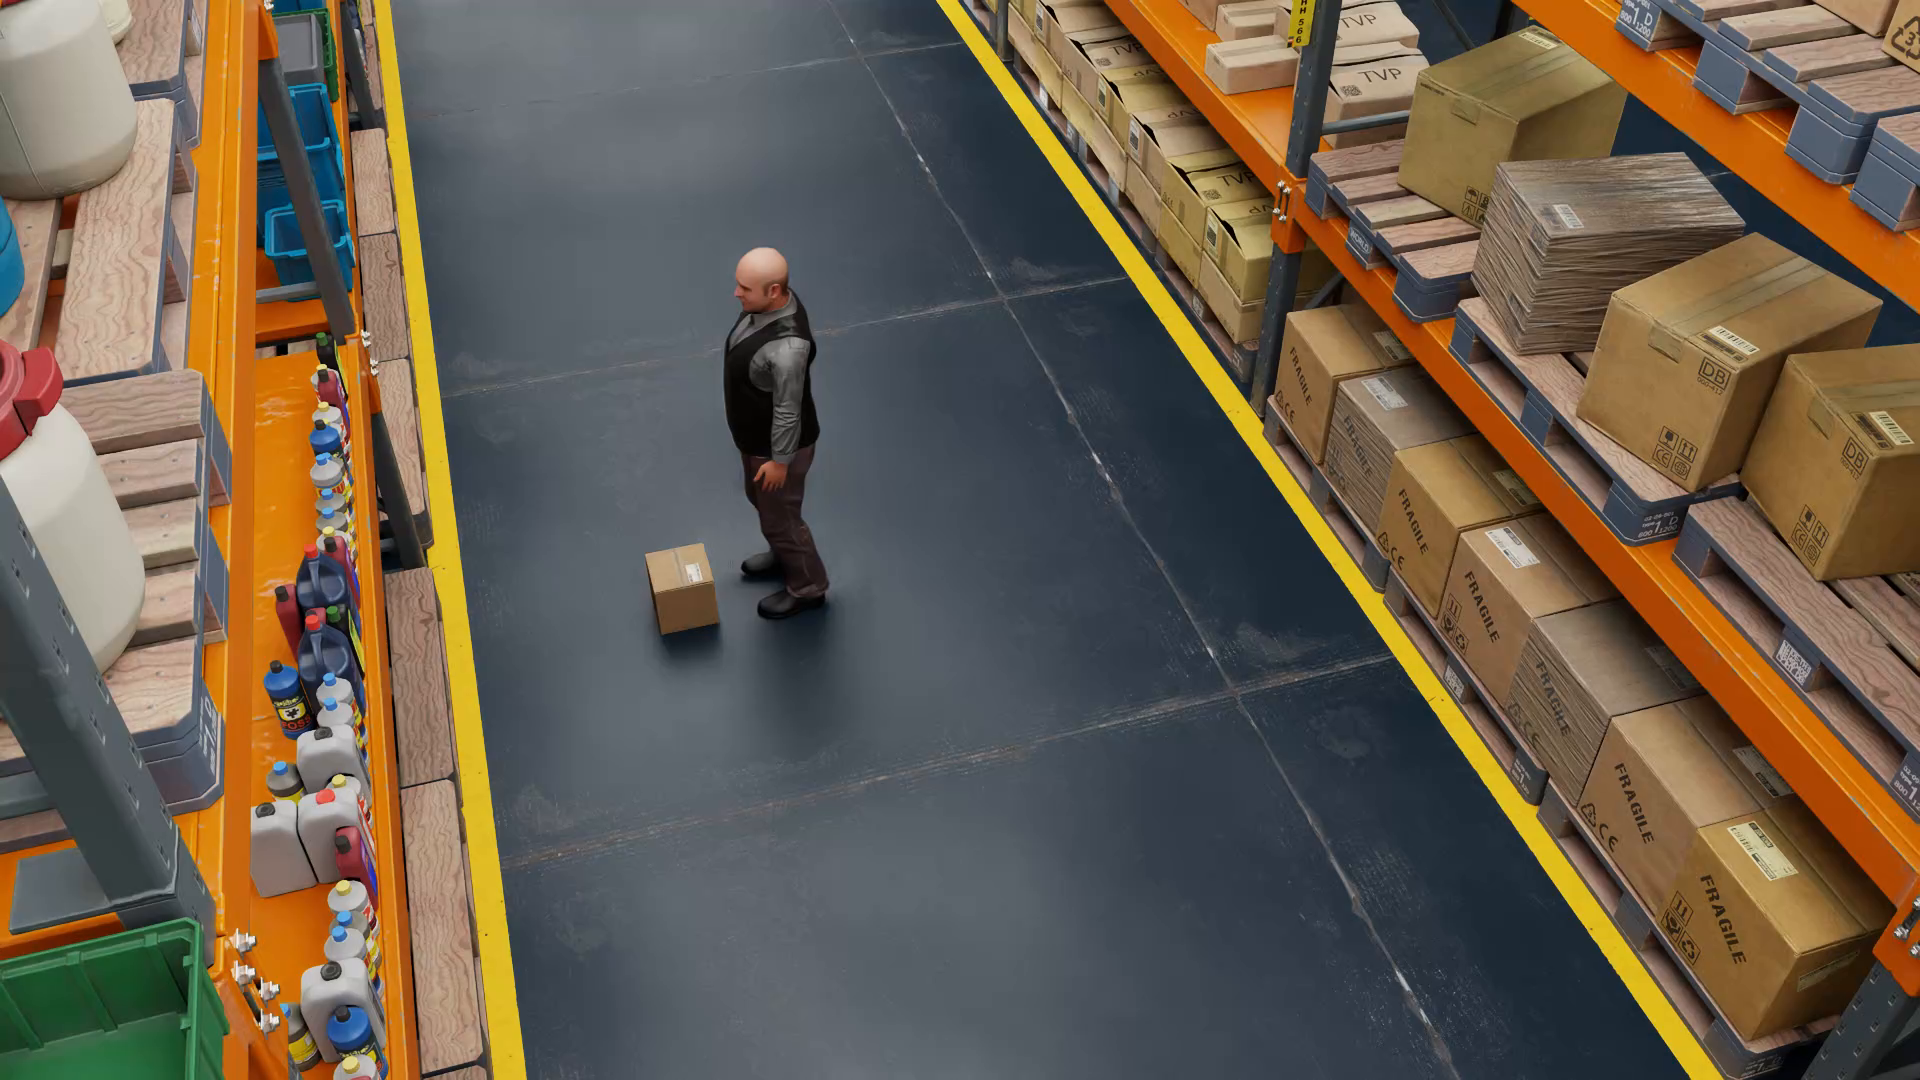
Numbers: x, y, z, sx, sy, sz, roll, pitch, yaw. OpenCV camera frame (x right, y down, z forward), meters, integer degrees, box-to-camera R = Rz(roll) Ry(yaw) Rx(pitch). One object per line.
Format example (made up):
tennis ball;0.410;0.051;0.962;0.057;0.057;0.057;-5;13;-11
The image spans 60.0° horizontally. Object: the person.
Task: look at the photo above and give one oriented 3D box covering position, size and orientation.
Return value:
person;-0.742;-0.417;6.650;0.360;1.715;0.533;-11;43;-12
